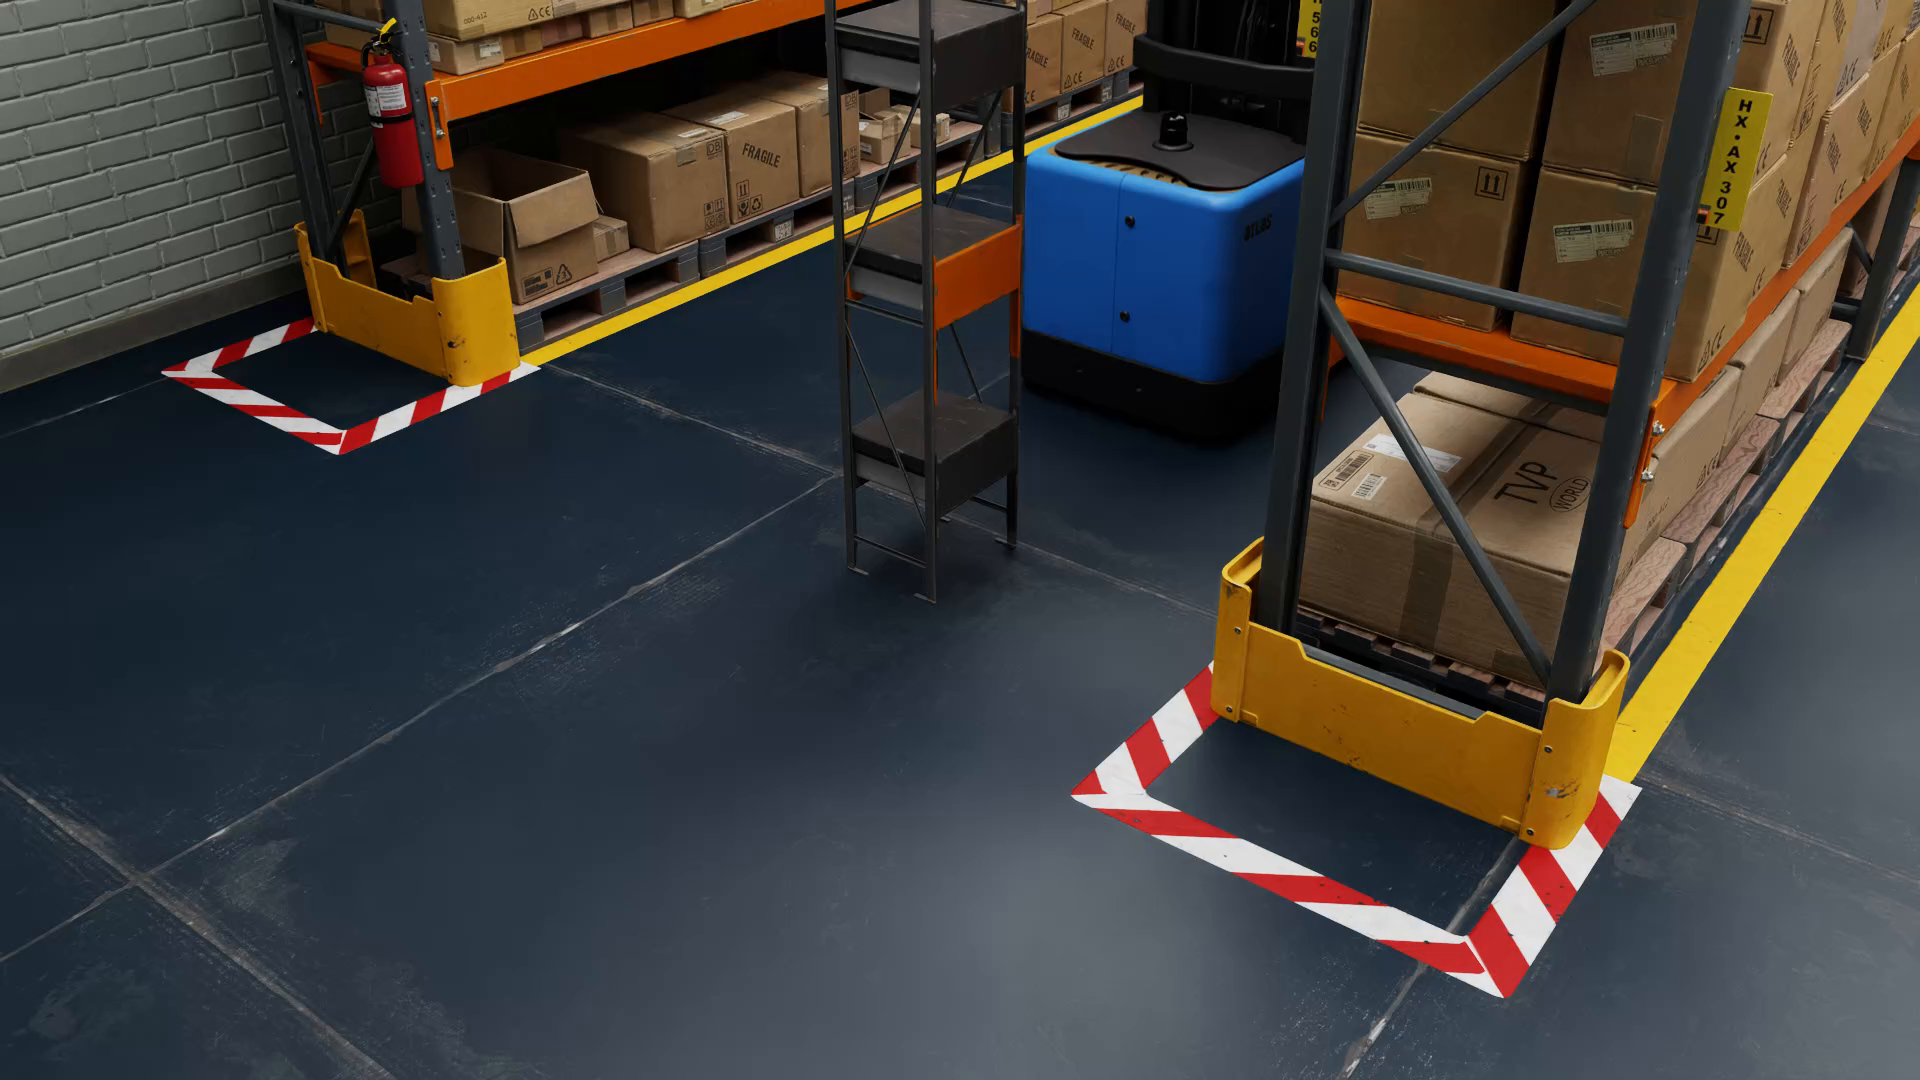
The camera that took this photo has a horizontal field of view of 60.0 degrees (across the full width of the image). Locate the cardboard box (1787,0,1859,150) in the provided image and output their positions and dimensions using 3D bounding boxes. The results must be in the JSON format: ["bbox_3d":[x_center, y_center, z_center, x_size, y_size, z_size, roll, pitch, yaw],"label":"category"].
[{"bbox_3d":[2.185,-1.442,4.663,0.500,0.500,0.500,20,36,30],"label":"cardboard box"}]

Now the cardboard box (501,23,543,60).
[{"bbox_3d":[-2.064,-2.235,7.325,0.380,0.149,0.250,22,37,32],"label":"cardboard box"}]

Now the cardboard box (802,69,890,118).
[{"bbox_3d":[-0.771,-2.630,9.971,0.500,0.311,0.500,23,37,33],"label":"cardboard box"}]

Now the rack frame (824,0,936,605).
[{"bbox_3d":[-0.247,-0.737,5.434,0.400,2.100,0.015,21,37,31],"label":"rack frame"}]

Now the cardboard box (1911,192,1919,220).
[{"bbox_3d":[4.626,-2.188,8.673,0.875,0.875,0.875,22,37,33],"label":"cardboard box"}]

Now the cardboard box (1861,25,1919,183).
[{"bbox_3d":[3.102,-1.632,5.963,0.500,0.500,0.500,21,36,31],"label":"cardboard box"}]

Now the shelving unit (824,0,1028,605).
[{"bbox_3d":[-0.100,-0.836,5.601,0.431,2.100,0.503,21,37,31],"label":"shelving unit"}]

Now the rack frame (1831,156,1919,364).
[{"bbox_3d":[3.776,-2.276,7.148,1.000,3.000,0.127,21,37,31],"label":"rack frame"}]

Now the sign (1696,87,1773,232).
[{"bbox_3d":[1.800,-0.883,3.871,0.100,0.325,0.005,21,37,31],"label":"sign"}]

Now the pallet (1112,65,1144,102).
[{"bbox_3d":[1.013,-3.442,11.852,1.003,0.211,1.213,21,37,31],"label":"pallet"}]

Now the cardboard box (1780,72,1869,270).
[{"bbox_3d":[2.485,-1.215,5.260,0.500,0.500,0.500,21,37,31],"label":"cardboard box"}]

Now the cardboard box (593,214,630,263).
[{"bbox_3d":[-1.866,-1.510,8.240,0.380,0.149,0.250,20,36,29],"label":"cardboard box"}]

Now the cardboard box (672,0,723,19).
[{"bbox_3d":[-1.363,-2.625,7.984,0.380,0.149,0.250,20,36,30],"label":"cardboard box"}]

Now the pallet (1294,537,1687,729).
[{"bbox_3d":[1.782,0.201,5.704,1.003,0.211,1.213,21,37,31],"label":"pallet"}]

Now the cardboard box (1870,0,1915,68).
[{"bbox_3d":[2.790,-1.857,5.363,0.500,0.500,0.500,21,37,31],"label":"cardboard box"}]

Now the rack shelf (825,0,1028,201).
[{"bbox_3d":[-0.100,-1.426,5.251,0.431,0.518,0.480,21,37,31],"label":"rack shelf"}]

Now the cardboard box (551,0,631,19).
[{"bbox_3d":[-1.805,-2.546,7.459,0.500,0.250,0.500,22,37,32],"label":"cardboard box"}]

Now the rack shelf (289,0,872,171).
[{"bbox_3d":[-1.391,-2.679,8.534,1.077,0.370,4.000,21,37,31],"label":"rack shelf"}]

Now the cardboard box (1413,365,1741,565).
[{"bbox_3d":[2.226,-0.402,6.087,0.875,0.438,0.875,22,37,33],"label":"cardboard box"}]

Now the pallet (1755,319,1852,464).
[{"bbox_3d":[3.255,-0.791,7.378,1.003,0.211,1.213,21,37,31],"label":"pallet"}]

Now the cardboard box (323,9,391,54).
[{"bbox_3d":[-2.612,-2.285,7.410,0.380,0.149,0.250,21,36,31],"label":"cardboard box"}]

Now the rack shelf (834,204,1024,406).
[{"bbox_3d":[-0.100,-0.824,5.608,0.431,0.518,0.480,21,37,31],"label":"rack shelf"}]

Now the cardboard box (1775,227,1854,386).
[{"bbox_3d":[3.312,-1.132,7.319,0.875,0.438,0.875,21,36,31],"label":"cardboard box"}]

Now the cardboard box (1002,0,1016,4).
[{"bbox_3d":[0.197,-3.397,10.151,0.380,0.149,0.250,20,36,30],"label":"cardboard box"}]

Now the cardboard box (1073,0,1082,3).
[{"bbox_3d":[0.651,-3.610,10.803,0.380,0.149,0.250,20,36,30],"label":"cardboard box"}]

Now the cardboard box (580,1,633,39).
[{"bbox_3d":[-1.732,-2.436,7.665,0.380,0.149,0.250,22,37,33],"label":"cardboard box"}]

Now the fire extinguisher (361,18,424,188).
[{"bbox_3d":[-2.318,-1.780,6.753,0.296,0.674,0.183,21,37,31],"label":"fire extinguisher"}]

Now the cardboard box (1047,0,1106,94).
[{"bbox_3d":[0.602,-3.254,10.838,0.500,0.500,0.500,21,36,31],"label":"cardboard box"}]

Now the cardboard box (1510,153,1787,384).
[{"bbox_3d":[1.880,-0.799,4.559,0.500,0.500,0.500,21,36,31],"label":"cardboard box"}]

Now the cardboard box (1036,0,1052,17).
[{"bbox_3d":[0.351,-3.386,10.426,0.380,0.149,0.250,20,36,30],"label":"cardboard box"}]

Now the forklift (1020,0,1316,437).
[{"bbox_3d":[1.560,-2.372,7.378,1.130,2.935,3.031,22,37,32],"label":"forklift"}]

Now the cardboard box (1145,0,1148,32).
[{"bbox_3d":[1.224,-3.664,11.531,0.500,0.500,0.500,20,36,30],"label":"cardboard box"}]

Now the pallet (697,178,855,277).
[{"bbox_3d":[-1.335,-1.825,9.123,1.003,0.211,1.213,21,37,31],"label":"pallet"}]

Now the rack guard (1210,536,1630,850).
[{"bbox_3d":[1.347,0.435,5.025,1.175,0.500,0.348,21,37,31],"label":"rack guard"}]

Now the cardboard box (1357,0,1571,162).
[{"bbox_3d":[1.463,-1.392,4.578,0.500,0.500,0.500,22,37,33],"label":"cardboard box"}]

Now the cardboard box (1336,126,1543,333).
[{"bbox_3d":[1.442,-0.970,4.847,0.500,0.500,0.500,21,37,32],"label":"cardboard box"}]

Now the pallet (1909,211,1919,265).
[{"bbox_3d":[4.918,-1.911,9.267,1.003,0.211,1.213,21,37,31],"label":"pallet"}]

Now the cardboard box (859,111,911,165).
[{"bbox_3d":[-0.501,-2.344,9.533,0.396,0.266,0.258,23,37,33],"label":"cardboard box"}]

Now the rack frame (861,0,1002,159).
[{"bbox_3d":[-0.183,-3.802,9.723,1.000,3.000,0.127,21,37,31],"label":"rack frame"}]

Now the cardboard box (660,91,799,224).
[{"bbox_3d":[-1.207,-2.020,8.757,0.500,0.500,0.500,22,37,32],"label":"cardboard box"}]
